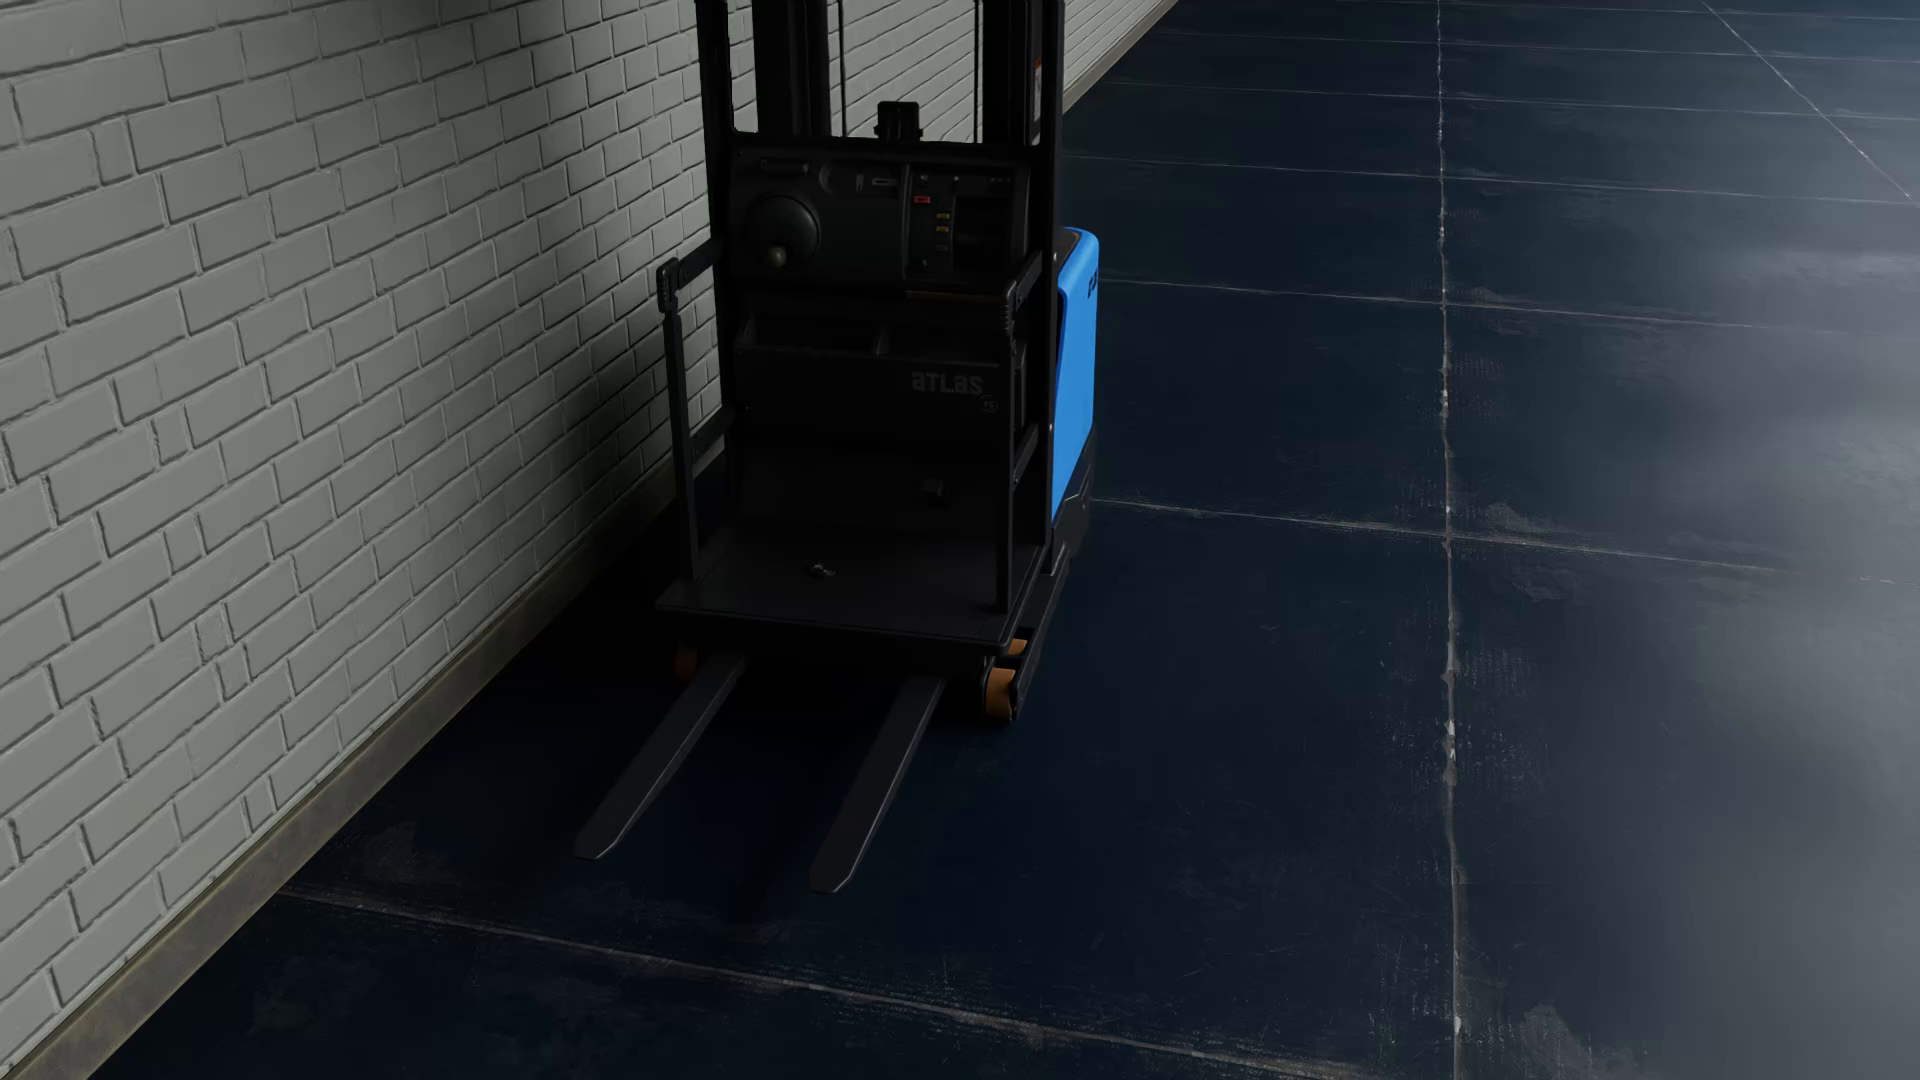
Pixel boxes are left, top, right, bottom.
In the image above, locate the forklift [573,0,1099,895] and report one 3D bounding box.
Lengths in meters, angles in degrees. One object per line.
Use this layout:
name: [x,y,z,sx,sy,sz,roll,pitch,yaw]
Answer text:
forklift: [-0.294,-0.946,4.828,1.130,2.935,3.031,6,26,11]
